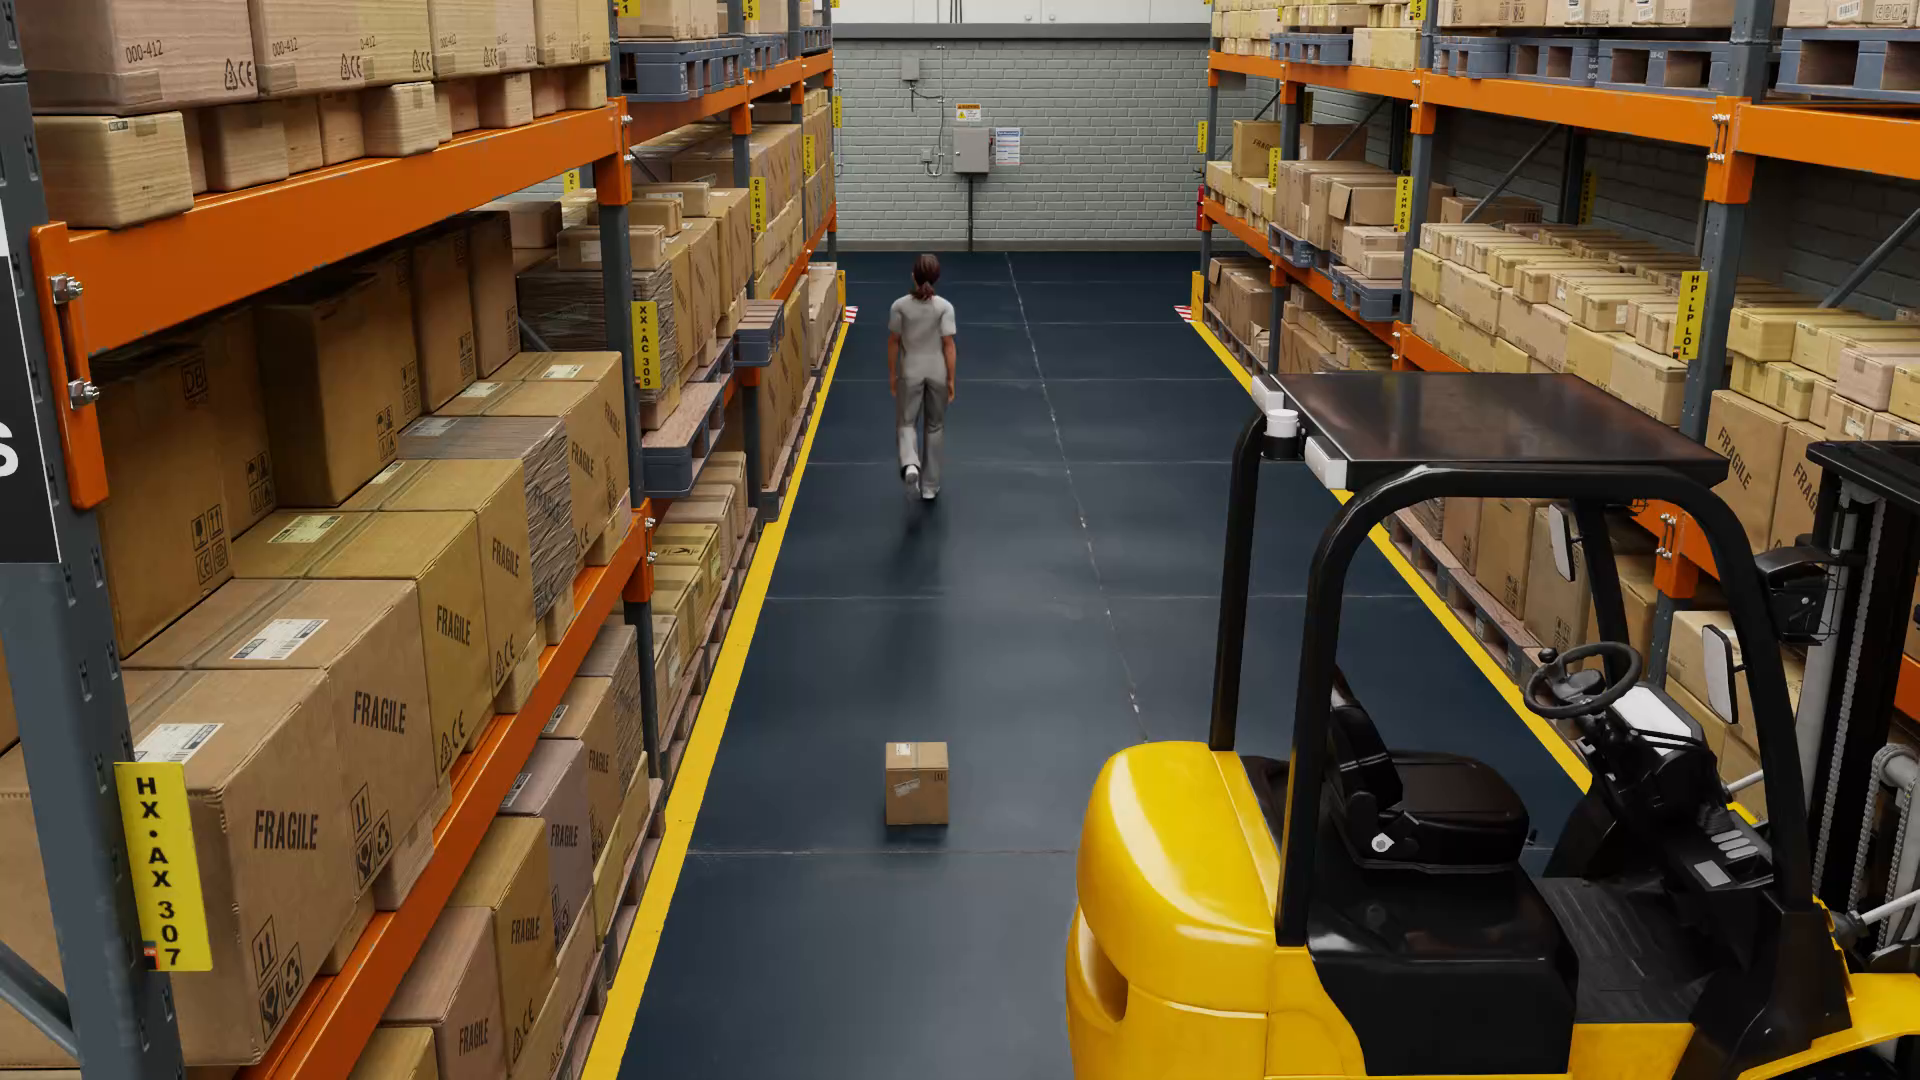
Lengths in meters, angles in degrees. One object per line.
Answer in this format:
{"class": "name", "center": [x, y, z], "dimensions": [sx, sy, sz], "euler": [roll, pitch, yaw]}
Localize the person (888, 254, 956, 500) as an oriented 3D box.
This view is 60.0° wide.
{"class": "person", "center": [-0.248, -1.041, 10.876], "dimensions": [0.450, 1.646, 0.741], "euler": [0, 17, 0]}
